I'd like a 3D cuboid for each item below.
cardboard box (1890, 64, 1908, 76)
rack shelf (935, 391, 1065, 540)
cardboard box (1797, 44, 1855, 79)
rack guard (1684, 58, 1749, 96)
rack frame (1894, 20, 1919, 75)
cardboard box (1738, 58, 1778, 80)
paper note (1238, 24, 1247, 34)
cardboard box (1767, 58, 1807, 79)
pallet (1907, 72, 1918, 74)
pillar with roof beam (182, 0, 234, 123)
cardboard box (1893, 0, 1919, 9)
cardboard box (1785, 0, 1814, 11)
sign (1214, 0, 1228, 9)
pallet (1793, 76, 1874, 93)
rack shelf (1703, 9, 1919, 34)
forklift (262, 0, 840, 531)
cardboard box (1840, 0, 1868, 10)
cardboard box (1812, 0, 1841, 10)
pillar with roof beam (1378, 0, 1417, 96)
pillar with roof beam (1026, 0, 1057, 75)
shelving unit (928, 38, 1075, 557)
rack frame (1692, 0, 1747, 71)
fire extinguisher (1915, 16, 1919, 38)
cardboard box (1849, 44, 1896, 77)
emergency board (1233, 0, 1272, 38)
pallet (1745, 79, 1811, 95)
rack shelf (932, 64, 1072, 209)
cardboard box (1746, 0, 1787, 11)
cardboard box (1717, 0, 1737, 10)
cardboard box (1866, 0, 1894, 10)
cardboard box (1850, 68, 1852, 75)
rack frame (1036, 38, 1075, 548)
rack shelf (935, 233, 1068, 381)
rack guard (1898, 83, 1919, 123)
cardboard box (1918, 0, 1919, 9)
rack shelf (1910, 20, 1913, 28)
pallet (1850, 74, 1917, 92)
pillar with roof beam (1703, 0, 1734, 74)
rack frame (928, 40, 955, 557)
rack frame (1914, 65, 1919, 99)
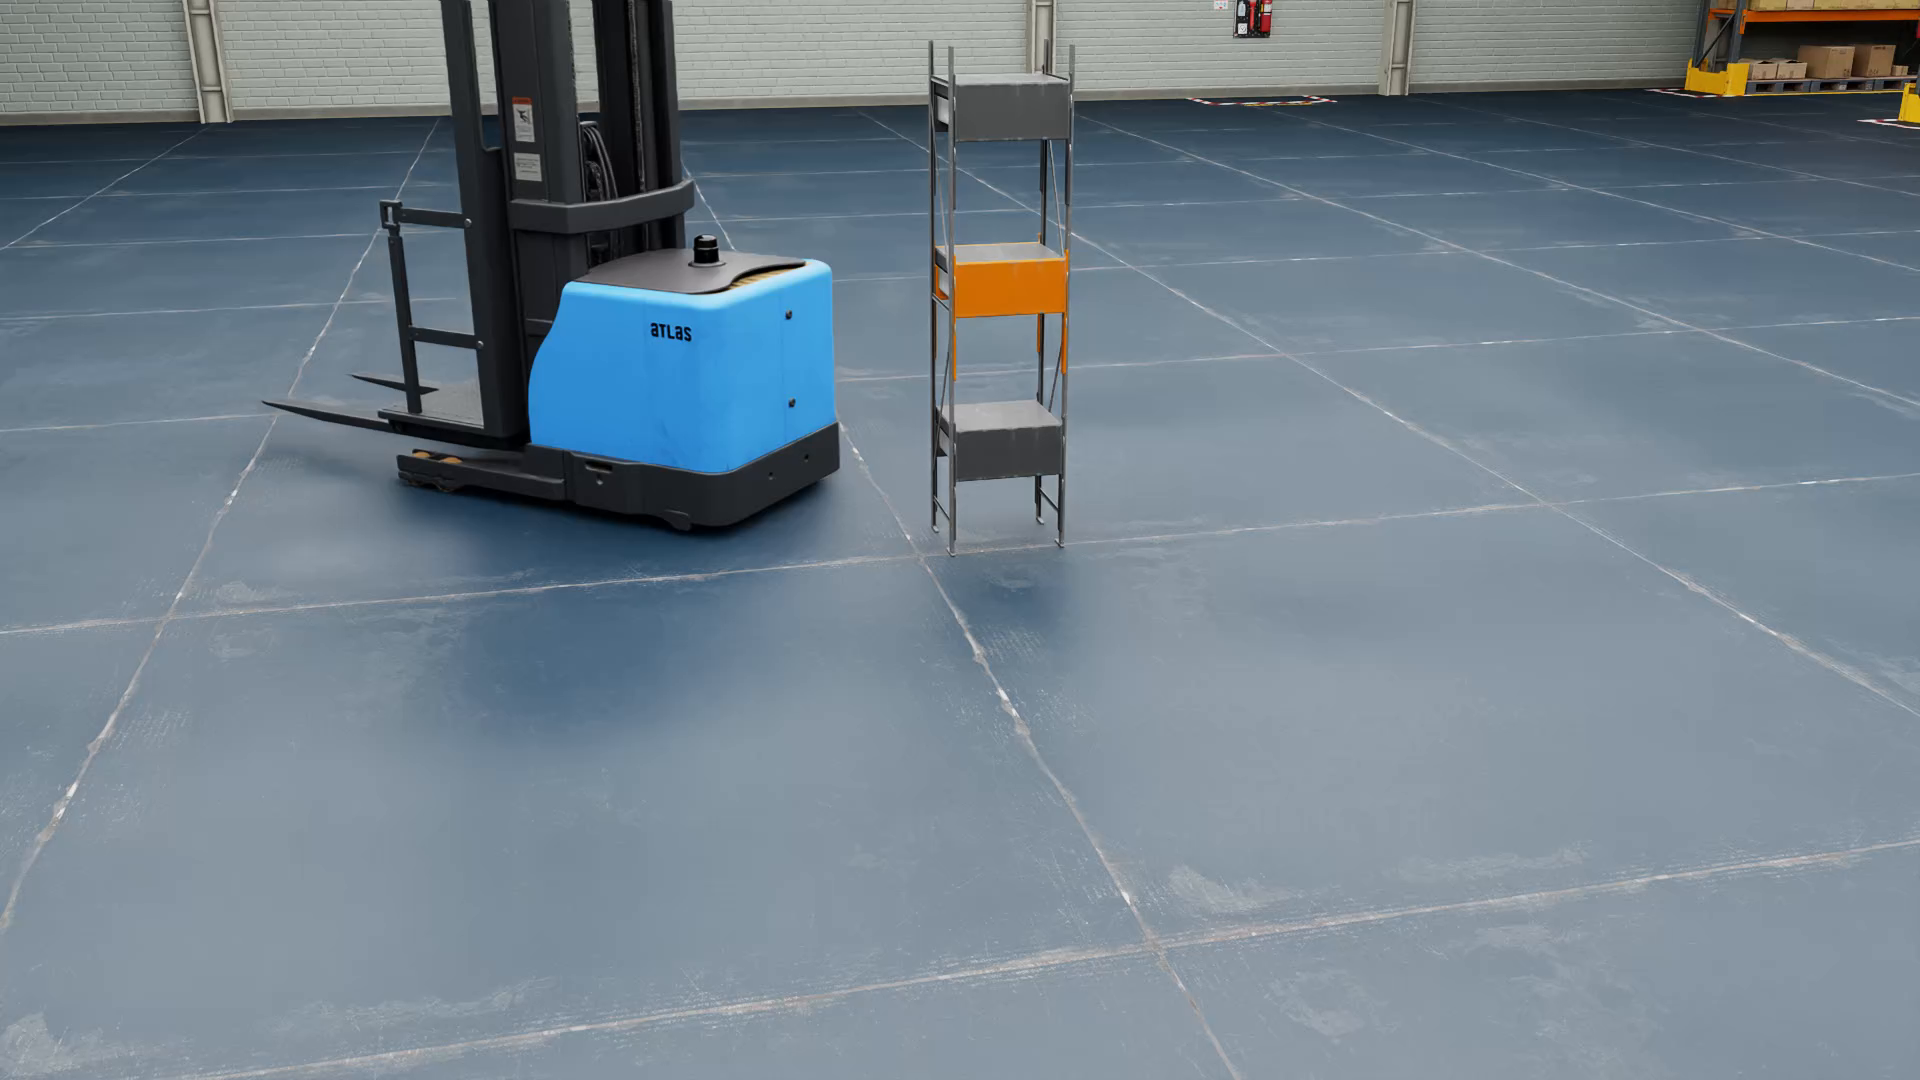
[{"bbox_3d":[15.828,-7.980,28.219,0.250,0.166,0.380,-7,21,-20],"label":"cardboard box"},{"bbox_3d":[0.161,-0.329,7.235,0.480,0.518,0.431,-5,21,-12],"label":"rack shelf"},{"bbox_3d":[14.423,-7.984,27.743,0.500,0.500,0.700,-6,21,-16],"label":"cardboard box"},{"bbox_3d":[12.523,-7.672,27.532,0.348,0.500,1.175,-5,21,-12],"label":"rack guard"},{"bbox_3d":[16.342,-9.156,27.950,0.127,3.000,1.000,-5,21,-12],"label":"rack frame"},{"bbox_3d":[13.143,-7.809,27.540,0.500,0.311,0.500,-7,21,-19],"label":"cardboard box"},{"bbox_3d":[4.491,-8.123,26.408,0.142,0.148,0.016,-5,21,-12],"label":"paper note"},{"bbox_3d":[13.698,-7.854,27.663,0.500,0.311,0.500,-3,20,-8],"label":"cardboard box"},{"bbox_3d":[17.099,-7.909,28.599,1.213,0.211,1.003,-5,21,-12],"label":"pallet"},{"bbox_3d":[-9.434,-8.661,17.876,0.400,9.000,9.100,-5,21,-12],"label":"pillar with roof beam"},{"bbox_3d":[15.464,-8.920,27.493,0.500,0.250,0.500,-5,21,-12],"label":"cardboard box"},{"bbox_3d":[13.499,-8.757,27.049,0.500,0.250,0.500,-5,21,-14],"label":"cardboard box"},{"bbox_3d":[4.117,-8.535,26.200,0.234,0.329,0.001,-5,21,-12],"label":"sign"},{"bbox_3d":[14.507,-7.684,27.985,1.213,0.211,1.003,-5,21,-12],"label":"pallet"},{"bbox_3d":[14.396,-8.660,27.642,4.000,0.370,1.077,-5,21,-12],"label":"rack shelf"},{"bbox_3d":[-2.132,-1.753,7.839,3.031,2.935,1.130,10,22,25],"label":"forklift"},{"bbox_3d":[14.489,-8.835,27.260,0.500,0.250,0.500,-4,21,-12],"label":"cardboard box"},{"bbox_3d":[13.996,-8.795,27.153,0.500,0.250,0.500,-5,21,-13],"label":"cardboard box"},{"bbox_3d":[8.083,-10.086,21.765,0.400,9.000,9.100,-5,21,-12],"label":"pillar with roof beam"},{"bbox_3d":[2.244,-9.611,20.469,0.400,9.000,9.100,-5,21,-12],"label":"pillar with roof beam"},{"bbox_3d":[0.161,-0.999,6.989,0.503,2.100,0.431,-5,21,-12],"label":"shelving unit"},{"bbox_3d":[12.449,-8.840,27.086,0.127,3.000,1.000,-5,21,-12],"label":"rack frame"},{"bbox_3d":[13.371,-7.292,22.972,0.183,0.674,0.296,-5,21,-12],"label":"fire extinguisher"},{"bbox_3d":[15.341,-8.094,28.043,0.500,0.500,0.500,-6,21,-17],"label":"cardboard box"},{"bbox_3d":[4.679,-8.527,26.232,0.643,1.169,0.194,-5,21,-12],"label":"emergency board"},{"bbox_3d":[13.322,-7.589,27.725,1.213,0.211,1.003,-5,21,-12],"label":"pallet"},{"bbox_3d":[0.161,-1.644,6.753,0.480,0.518,0.431,-5,21,-12],"label":"rack shelf"},{"bbox_3d":[12.997,-8.711,26.923,0.500,0.250,0.500,-5,21,-14],"label":"cardboard box"},{"bbox_3d":[12.859,-8.881,27.386,0.500,0.250,0.500,-4,21,-12],"label":"cardboard box"},{"bbox_3d":[14.978,-8.875,27.370,0.500,0.250,0.500,-5,21,-13],"label":"cardboard box"},{"bbox_3d":[14.781,-7.905,28.037,0.250,0.149,0.380,-6,21,-17],"label":"cardboard box"},{"bbox_3d":[0.399,-1.018,7.042,0.015,2.100,0.400,-5,21,-12],"label":"rack frame"},{"bbox_3d":[0.161,-0.986,6.994,0.480,0.518,0.431,-5,21,-12],"label":"rack shelf"},{"bbox_3d":[13.569,-6.006,22.985,0.348,0.500,1.175,-5,21,-12],"label":"rack guard"},{"bbox_3d":[15.951,-8.956,27.593,0.500,0.250,0.500,-5,21,-12],"label":"cardboard box"},{"bbox_3d":[18.288,-8.977,28.506,4.000,0.370,1.077,-5,21,-12],"label":"rack shelf"},{"bbox_3d":[15.696,-7.782,28.252,1.213,0.211,1.003,-5,21,-12],"label":"pallet"},{"bbox_3d":[13.922,-10.561,23.062,0.400,9.000,9.100,-5,21,-12],"label":"pillar with roof beam"},{"bbox_3d":[-0.076,-0.980,6.936,0.015,2.100,0.400,-5,21,-12],"label":"rack frame"},{"bbox_3d":[13.593,-7.182,22.560,0.127,3.000,1.000,-5,21,-12],"label":"rack frame"}]
